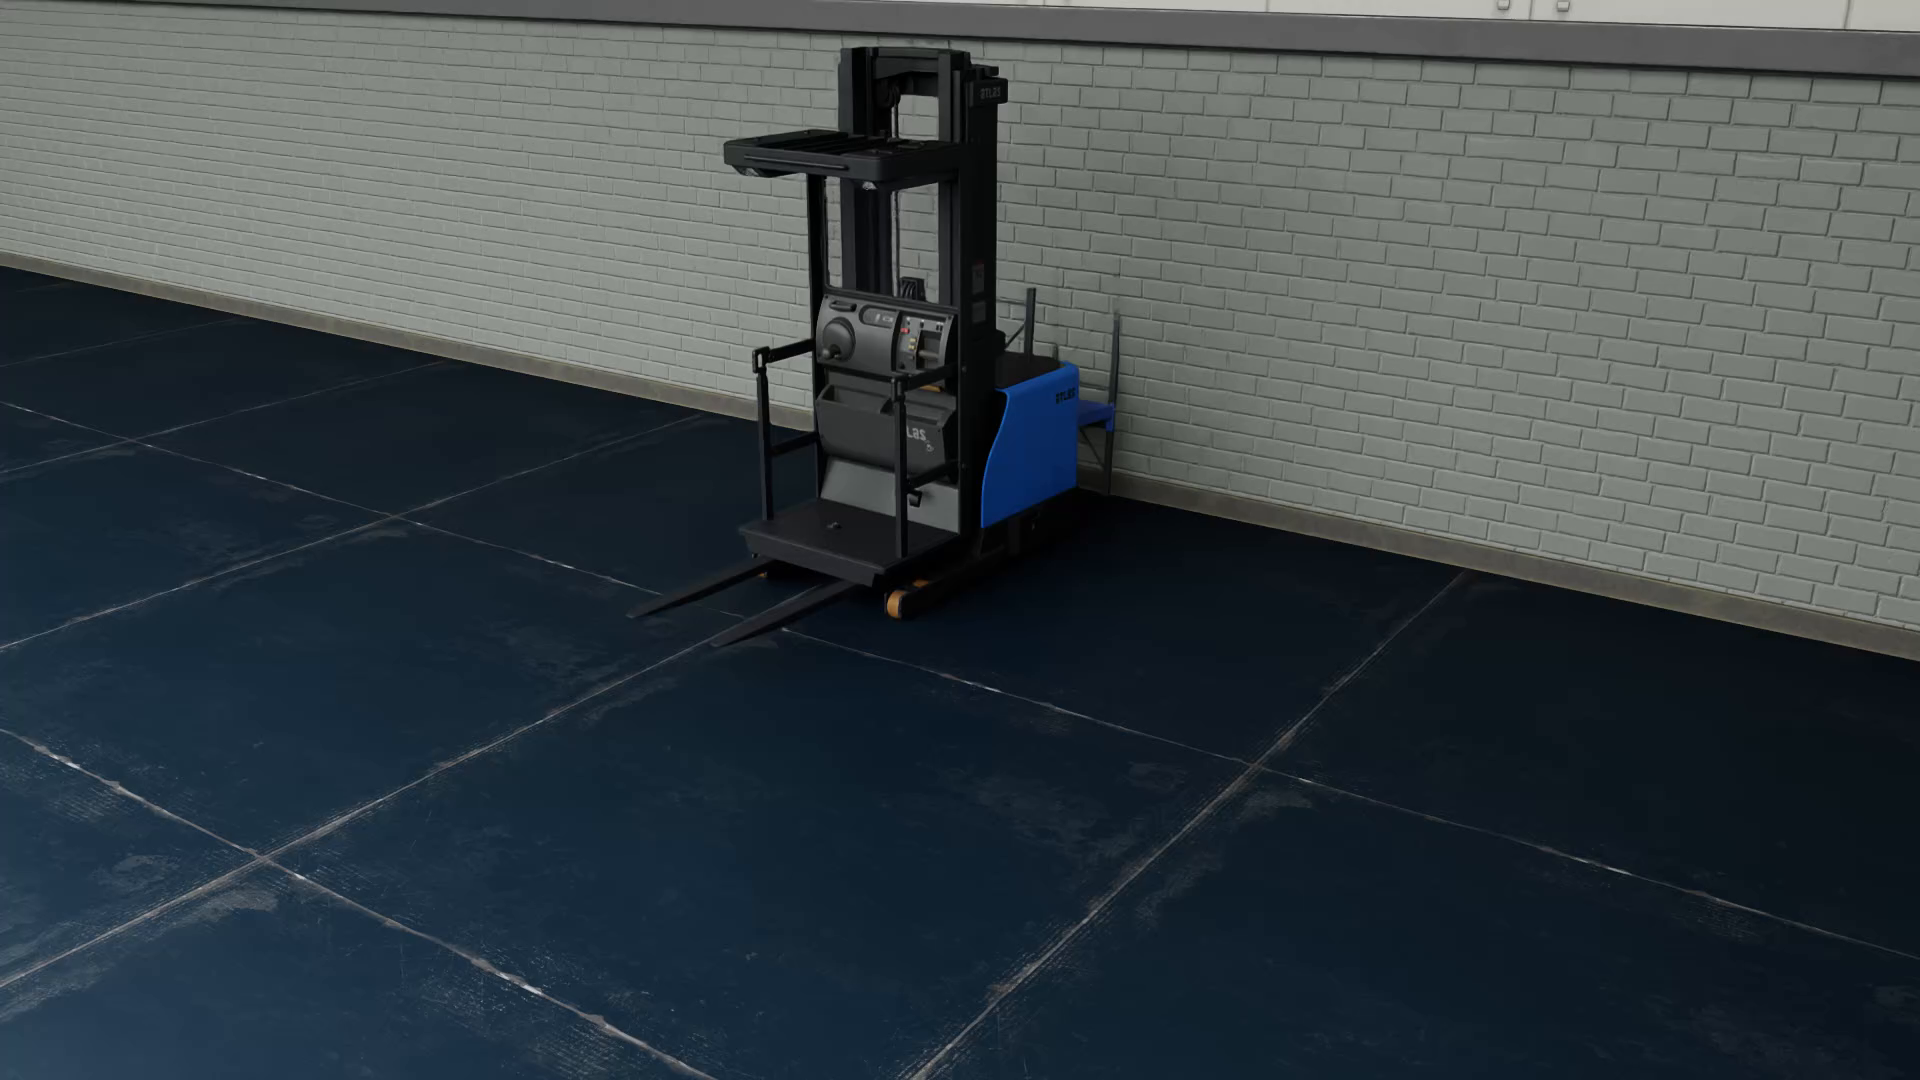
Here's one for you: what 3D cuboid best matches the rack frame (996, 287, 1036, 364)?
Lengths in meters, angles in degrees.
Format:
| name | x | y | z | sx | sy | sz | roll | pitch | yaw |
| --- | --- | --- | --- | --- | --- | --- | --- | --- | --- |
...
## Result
| name | x | y | z | sx | sy | sz | roll | pitch | yaw |
| --- | --- | --- | --- | --- | --- | --- | --- | --- | --- |
| rack frame | 0.209 | -0.821 | 10.190 | 0.500 | 1.500 | 0.032 | 14 | 20 | 34 |

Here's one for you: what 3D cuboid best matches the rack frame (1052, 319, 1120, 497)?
| name | x | y | z | sx | sy | sz | roll | pitch | yaw |
| --- | --- | --- | --- | --- | --- | --- | --- | --- | --- |
| rack frame | 0.816 | -1.031 | 10.978 | 0.500 | 1.500 | 0.032 | 14 | 20 | 34 |

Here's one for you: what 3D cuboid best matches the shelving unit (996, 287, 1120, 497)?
| name | x | y | z | sx | sy | sz | roll | pitch | yaw |
| --- | --- | --- | --- | --- | --- | --- | --- | --- | --- |
| shelving unit | 0.513 | -0.926 | 10.584 | 0.538 | 1.500 | 1.048 | 14 | 20 | 34 |

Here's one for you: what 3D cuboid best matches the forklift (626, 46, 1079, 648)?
| name | x | y | z | sx | sy | sz | roll | pitch | yaw |
| --- | --- | --- | --- | --- | --- | --- | --- | --- | --- |
| forklift | -0.549 | -1.129 | 9.091 | 1.130 | 2.935 | 3.031 | 15 | 25 | 34 |

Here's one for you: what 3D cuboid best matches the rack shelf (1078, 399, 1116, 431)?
| name | x | y | z | sx | sy | sz | roll | pitch | yaw |
| --- | --- | --- | --- | --- | --- | --- | --- | --- | --- |
| rack shelf | 0.505 | -0.754 | 10.636 | 0.538 | 0.185 | 1.000 | 14 | 20 | 34 |
